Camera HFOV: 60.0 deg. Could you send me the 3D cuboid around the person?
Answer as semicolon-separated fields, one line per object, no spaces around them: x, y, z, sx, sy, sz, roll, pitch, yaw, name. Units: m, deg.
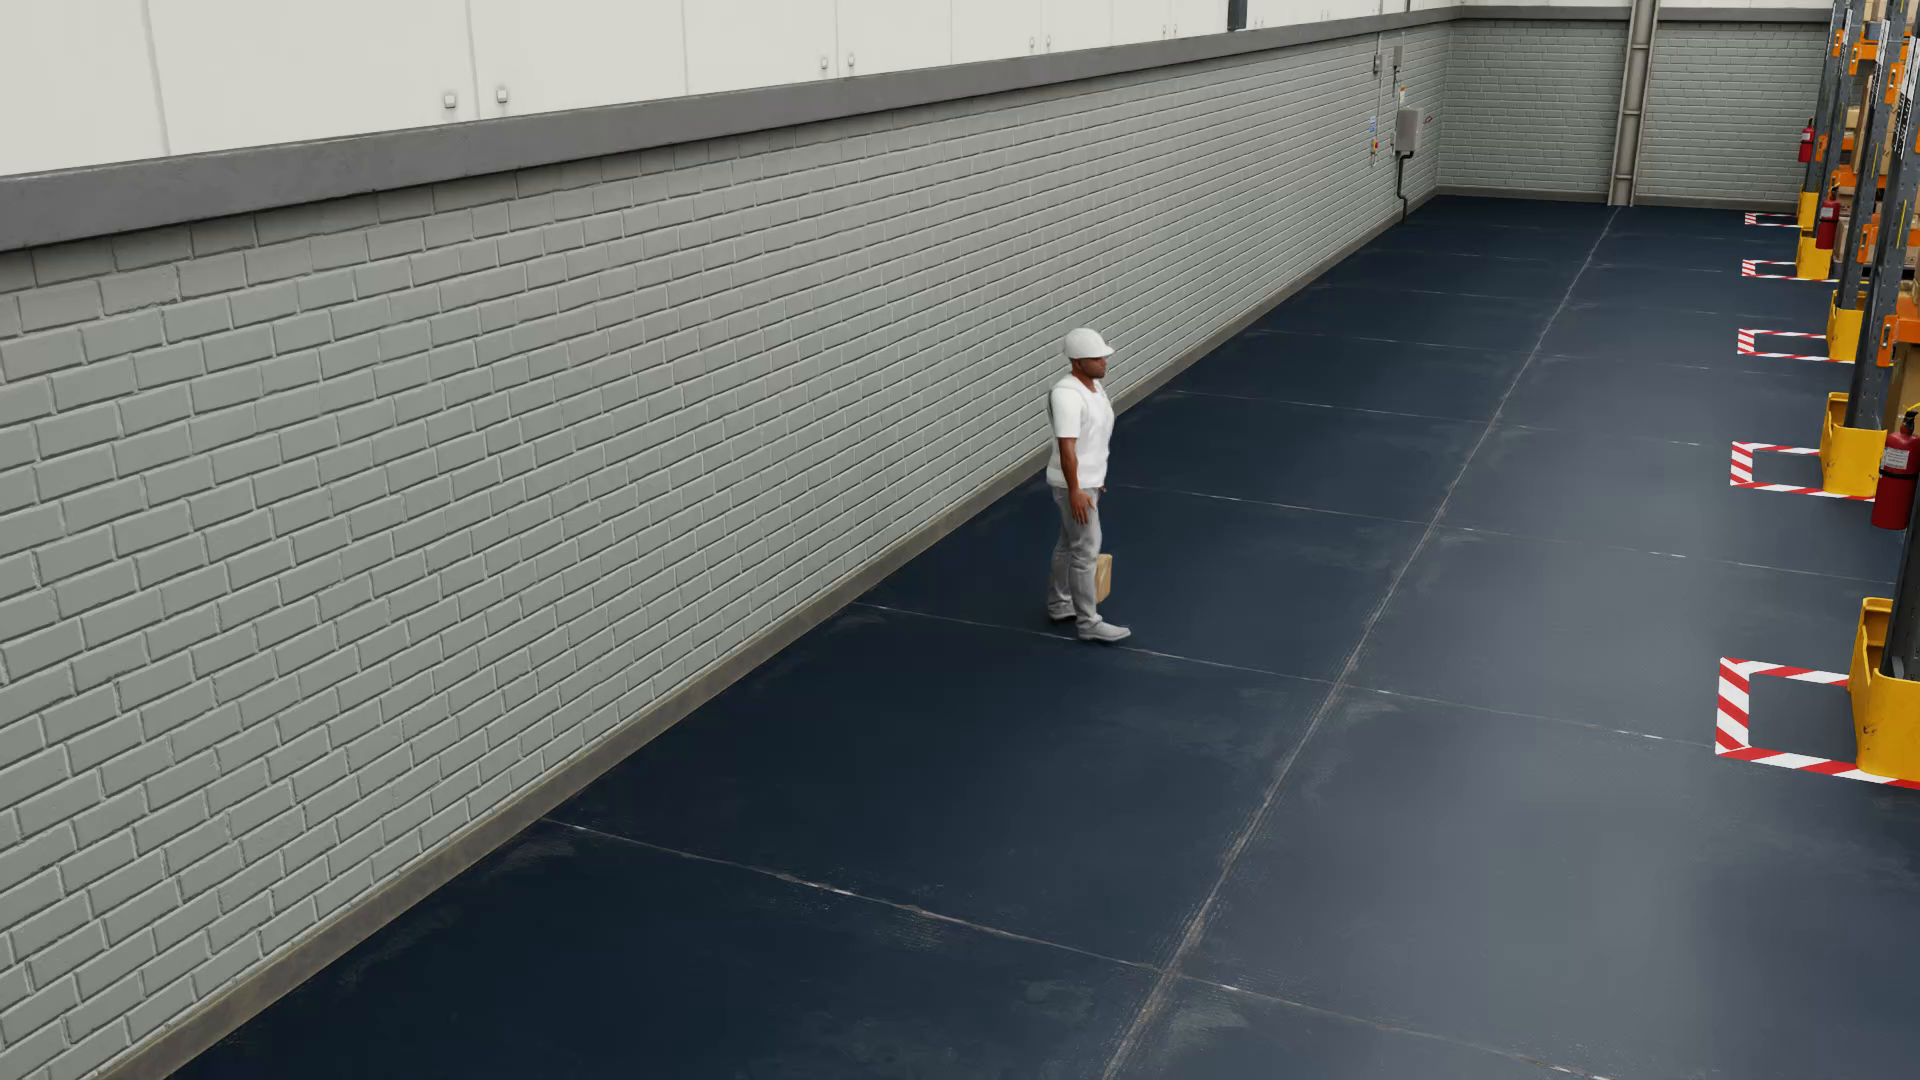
0.743;-0.316;9.374;0.561;1.765;0.669;6;20;16;person
